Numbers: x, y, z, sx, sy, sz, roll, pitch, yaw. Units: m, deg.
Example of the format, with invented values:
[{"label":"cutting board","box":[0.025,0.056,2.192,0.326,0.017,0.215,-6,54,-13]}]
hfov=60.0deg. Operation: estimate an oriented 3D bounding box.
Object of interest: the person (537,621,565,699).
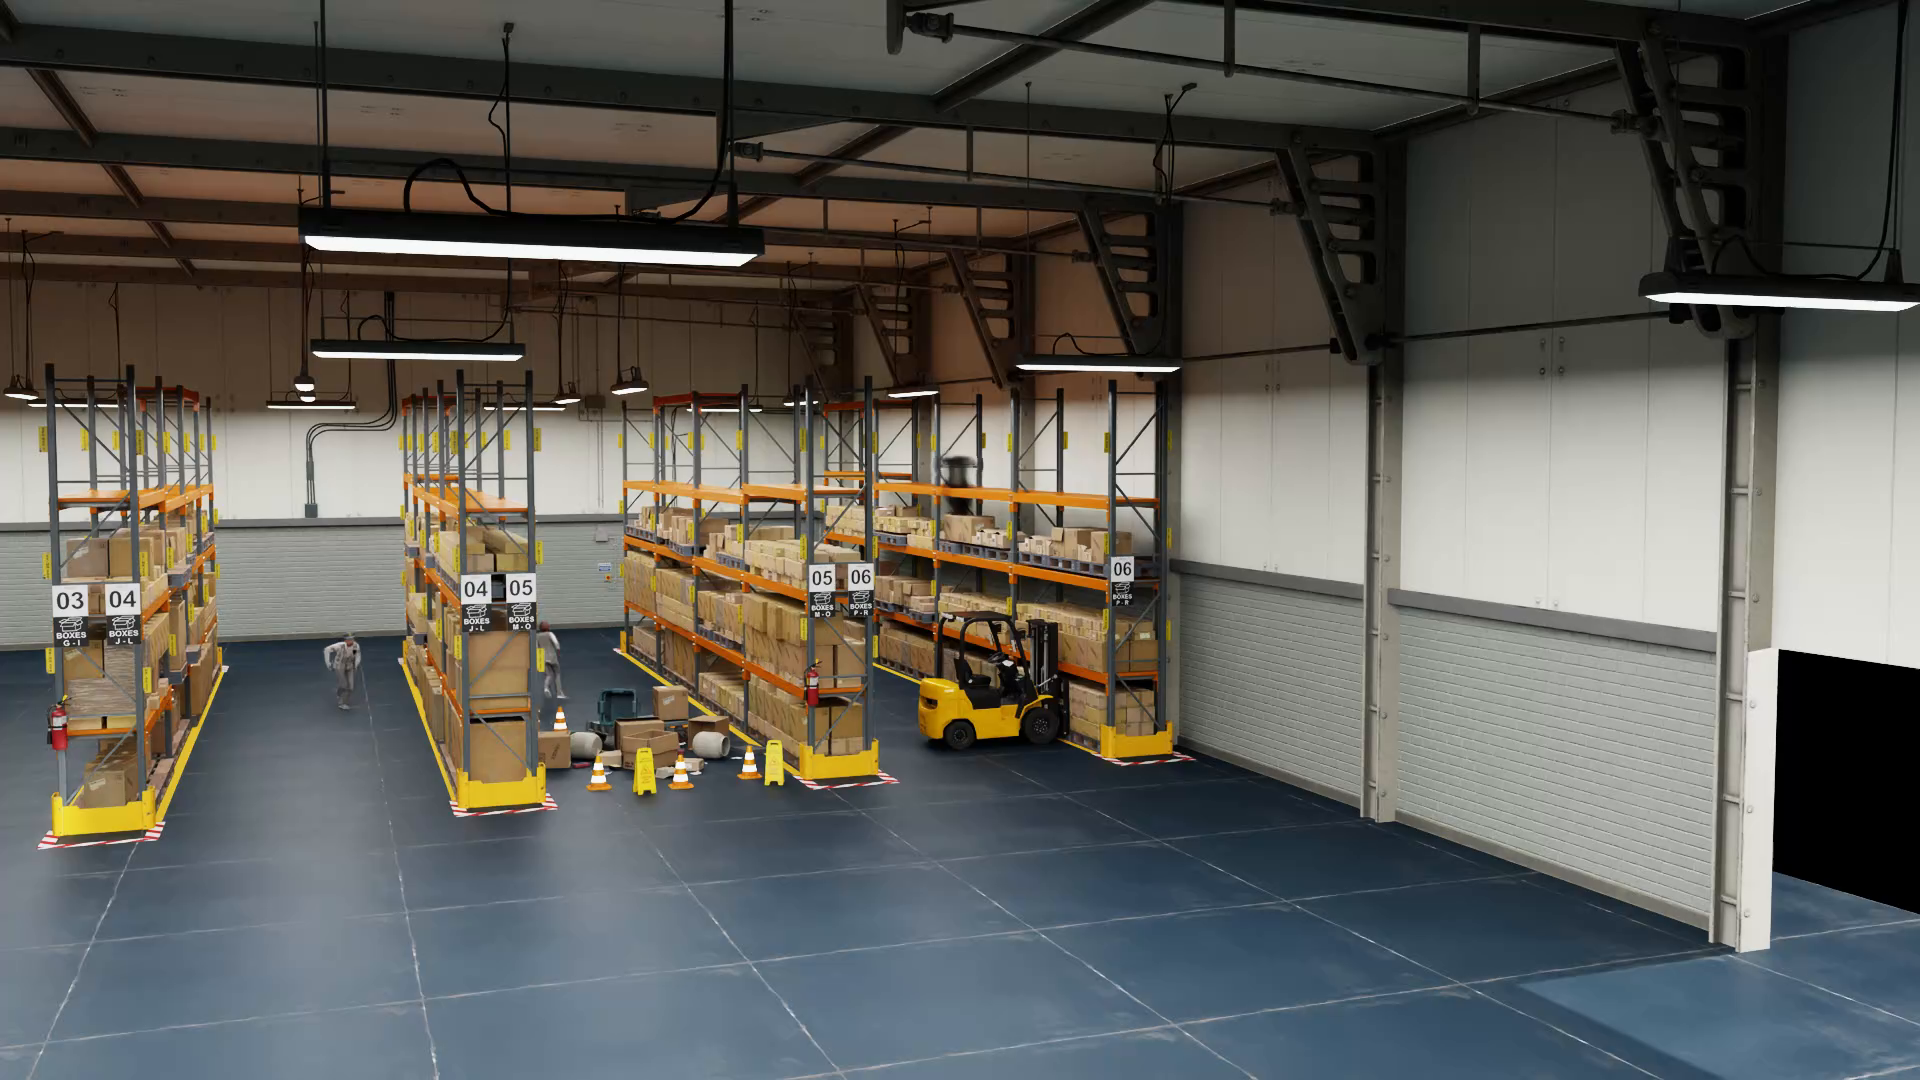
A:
[{"label":"person","box":[-7.991,2.341,32.152,0.574,1.555,0.797,0,3,0]}]

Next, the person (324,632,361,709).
[{"label":"person","box":[-11.534,2.448,31.093,0.647,1.492,0.750,-3,4,-38]}]
